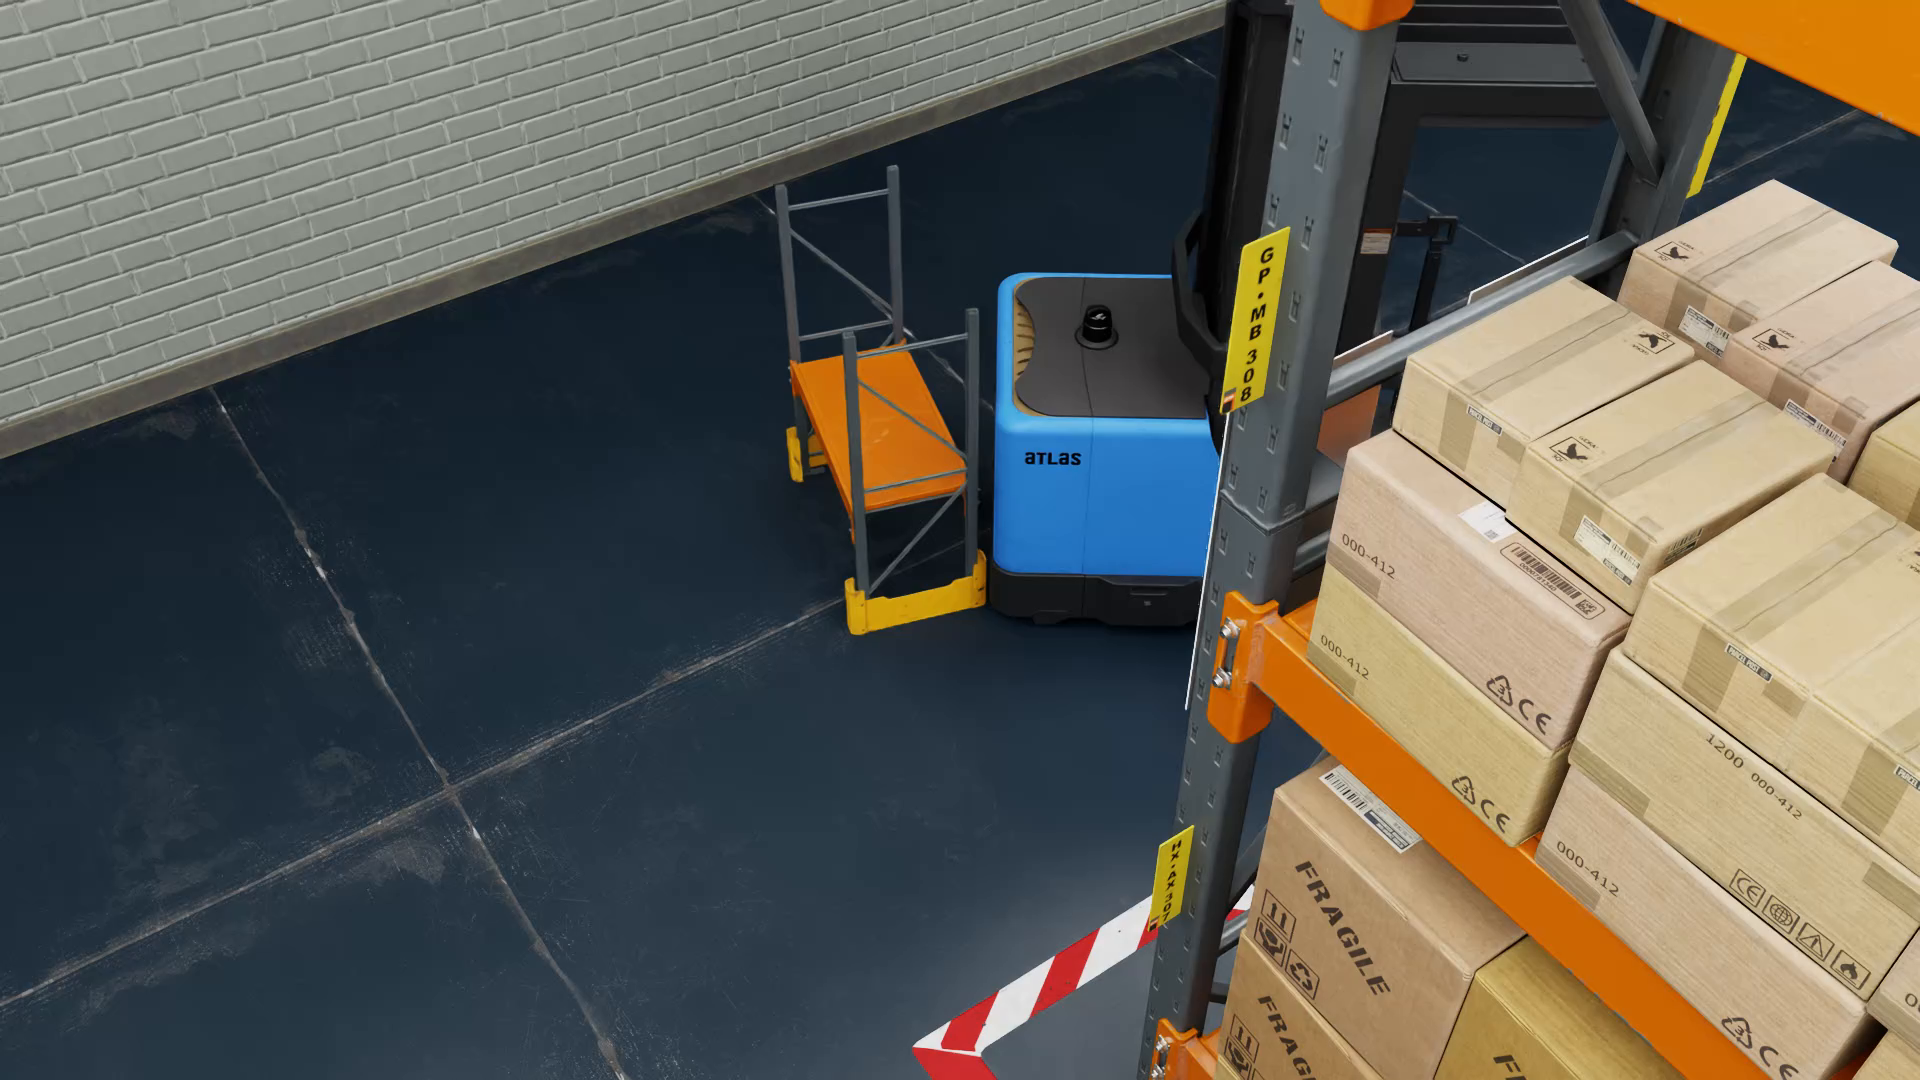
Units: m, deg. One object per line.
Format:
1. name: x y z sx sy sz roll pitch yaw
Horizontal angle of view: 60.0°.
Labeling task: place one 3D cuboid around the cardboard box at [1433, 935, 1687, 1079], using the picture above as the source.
1. cardboard box: 1.243 0.983 3.027 0.500 0.500 0.500 -24 49 -23

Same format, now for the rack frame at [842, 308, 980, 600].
1. rack frame: -0.172 -0.225 6.390 0.500 1.500 0.032 -13 45 -13

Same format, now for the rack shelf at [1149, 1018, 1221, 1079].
1. rack shelf: 2.054 2.239 3.244 1.077 0.370 4.000 -26 49 -24

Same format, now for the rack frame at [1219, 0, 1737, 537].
1. rack frame: 0.910 -1.324 2.111 1.000 3.000 0.127 -26 49 -24

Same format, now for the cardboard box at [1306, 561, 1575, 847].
1. cardboard box: 0.957 0.171 2.826 0.500 0.250 0.500 -24 49 -23

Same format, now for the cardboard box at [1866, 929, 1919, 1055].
1. cardboard box: 1.527 0.572 2.044 0.500 0.250 0.500 -25 49 -24

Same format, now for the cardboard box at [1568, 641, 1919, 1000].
1. cardboard box: 1.248 0.281 2.349 0.500 0.250 0.500 -26 50 -25

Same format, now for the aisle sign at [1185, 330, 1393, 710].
1. aisle sign: 0.622 -0.017 3.204 0.394 0.787 0.004 -26 49 -24

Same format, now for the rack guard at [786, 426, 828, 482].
1. rack guard: -0.485 -0.440 7.520 0.587 0.250 0.087 -13 45 -13

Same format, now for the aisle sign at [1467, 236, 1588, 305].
1. aisle sign: 1.114 -0.254 3.452 0.394 0.787 0.004 -26 49 -24

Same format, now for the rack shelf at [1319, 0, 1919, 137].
1. rack shelf: 2.054 0.070 1.174 1.077 0.370 4.000 -26 49 -24

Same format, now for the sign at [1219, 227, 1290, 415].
1. sign: 0.465 -0.341 2.620 0.100 0.325 0.005 -26 49 -24

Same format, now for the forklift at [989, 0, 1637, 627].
1. forklift: 1.647 -1.030 6.197 3.031 2.935 1.130 1 44 1

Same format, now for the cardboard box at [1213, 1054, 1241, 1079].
1. cardboard box: 0.827 1.250 3.941 0.380 0.149 0.250 -26 49 -25

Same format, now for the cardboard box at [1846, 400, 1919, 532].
1. cardboard box: 1.550 -0.114 2.474 0.380 0.149 0.250 -27 50 -26

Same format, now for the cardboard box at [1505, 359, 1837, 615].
1. cardboard box: 1.040 -0.085 2.443 0.380 0.149 0.250 -24 49 -23

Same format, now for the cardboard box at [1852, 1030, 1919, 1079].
1. cardboard box: 1.560 0.757 2.212 0.500 0.250 0.500 -27 50 -26

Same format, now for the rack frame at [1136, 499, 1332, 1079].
1. rack frame: 0.910 0.846 4.182 1.000 3.000 0.127 -26 49 -24

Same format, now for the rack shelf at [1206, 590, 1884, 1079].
1. rack shelf: 2.054 1.154 2.209 1.077 0.370 4.000 -26 49 -24

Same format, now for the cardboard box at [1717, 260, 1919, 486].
1. cardboard box: 1.420 -0.268 2.635 0.380 0.149 0.250 -25 49 -24

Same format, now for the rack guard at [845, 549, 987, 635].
1. rack guard: -0.178 0.215 6.835 0.587 0.250 0.087 -13 45 -13

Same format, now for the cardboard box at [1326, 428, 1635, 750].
1. cardboard box: 0.954 -0.009 2.652 0.500 0.250 0.500 -25 49 -24

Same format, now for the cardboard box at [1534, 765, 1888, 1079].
1. cardboard box: 1.255 0.471 2.512 0.500 0.250 0.500 -24 49 -23

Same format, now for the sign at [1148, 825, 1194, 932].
1. sign: 0.465 0.747 3.659 0.100 0.325 0.005 -26 49 -24

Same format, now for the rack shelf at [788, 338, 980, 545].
1. rack shelf: -0.329 -0.428 6.864 0.538 0.185 1.000 -13 45 -13

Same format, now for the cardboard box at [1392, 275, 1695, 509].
1. cardboard box: 0.909 -0.236 2.602 0.380 0.149 0.250 -26 49 -25

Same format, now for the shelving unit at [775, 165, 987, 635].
1. shelving unit: -0.332 -0.564 6.746 0.587 1.500 1.083 -13 45 -13

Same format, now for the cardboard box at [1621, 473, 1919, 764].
1. cardboard box: 1.135 0.098 2.252 0.380 0.149 0.250 -26 49 -24

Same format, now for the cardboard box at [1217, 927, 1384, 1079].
1. cardboard box: 0.940 1.066 3.665 0.500 0.500 0.500 -23 48 -23

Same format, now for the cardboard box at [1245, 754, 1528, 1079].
1. cardboard box: 0.949 0.700 3.324 0.500 0.500 0.500 -26 49 -25

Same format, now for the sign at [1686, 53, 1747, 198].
1. sign: 1.377 -0.767 3.059 0.100 0.325 0.005 -26 49 -24

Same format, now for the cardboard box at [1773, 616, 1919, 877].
1. cardboard box: 1.274 0.236 2.107 0.380 0.149 0.250 -25 49 -24

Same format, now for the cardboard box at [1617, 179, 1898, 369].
1. cardboard box: 1.341 -0.438 2.813 0.380 0.149 0.250 -26 50 -25

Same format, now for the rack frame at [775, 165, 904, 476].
1. rack frame: -0.485 -0.892 7.090 0.500 1.500 0.032 -13 45 -13
